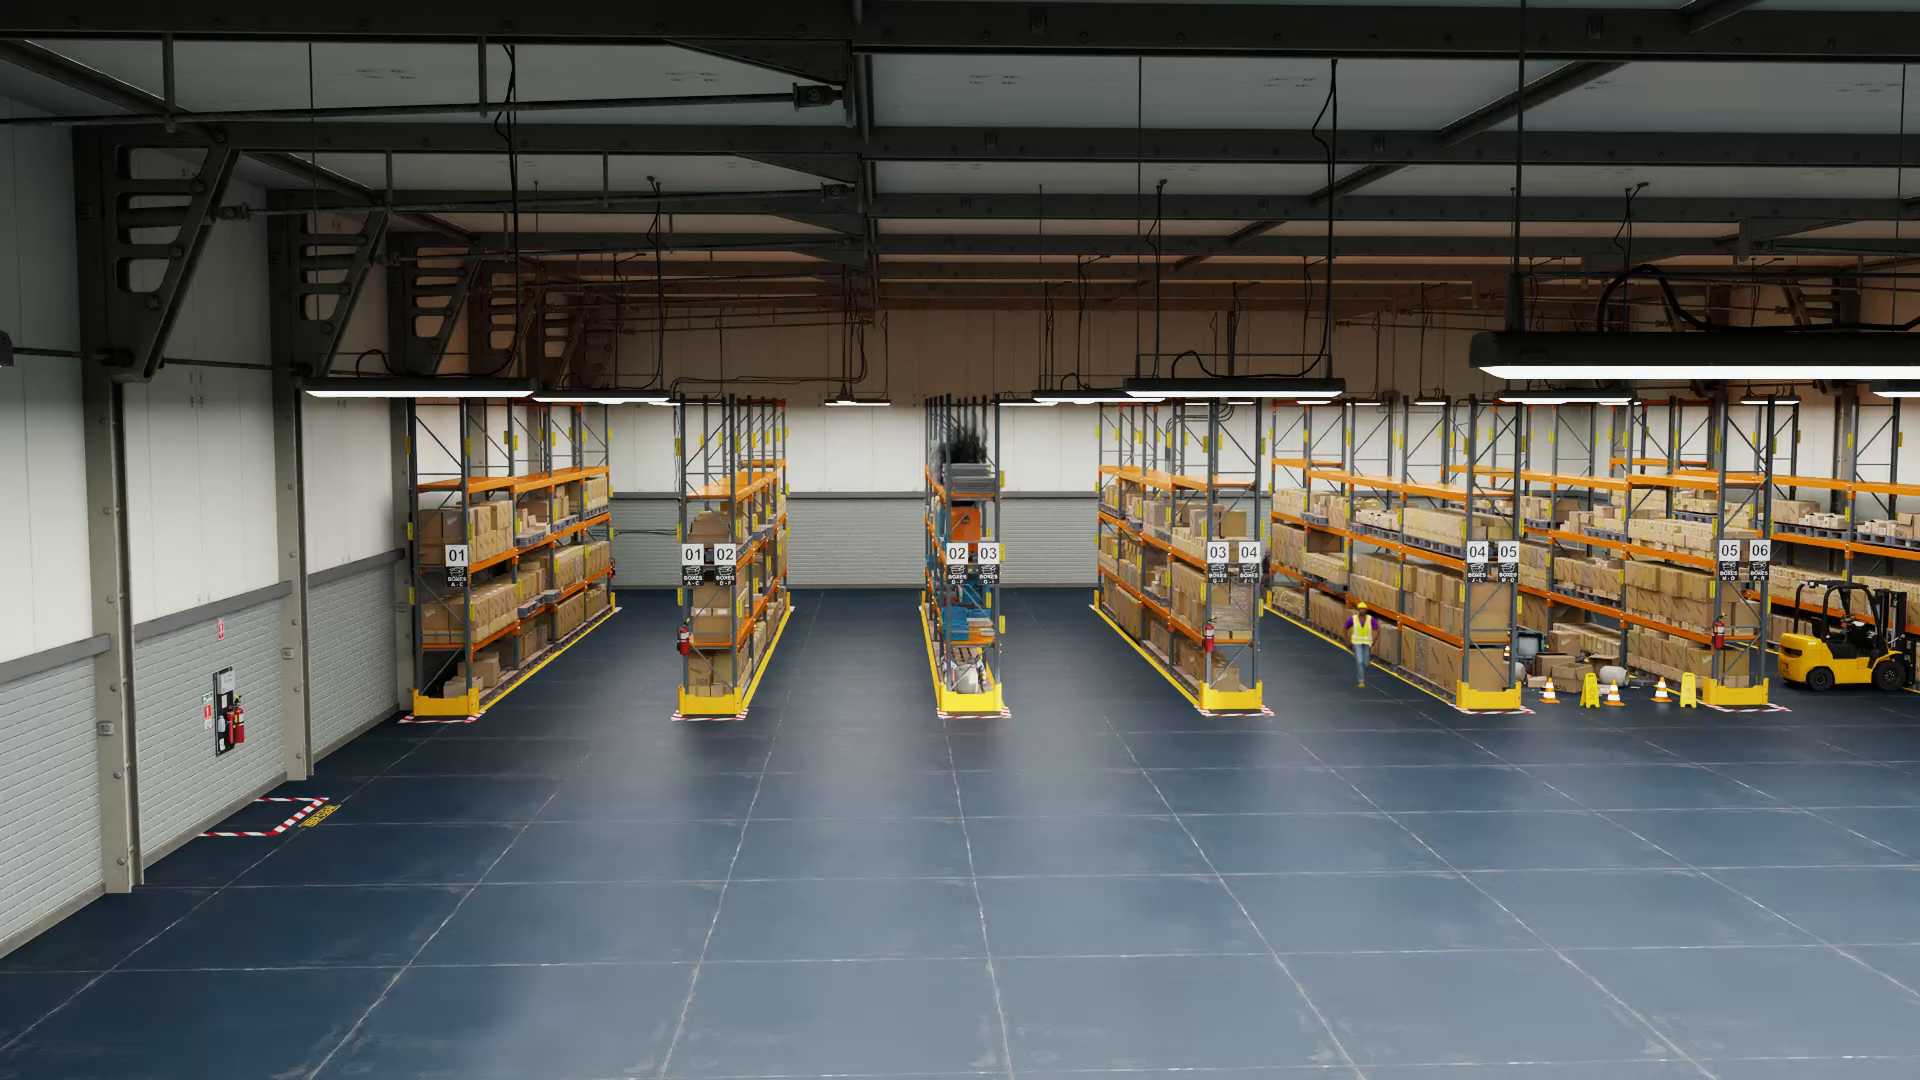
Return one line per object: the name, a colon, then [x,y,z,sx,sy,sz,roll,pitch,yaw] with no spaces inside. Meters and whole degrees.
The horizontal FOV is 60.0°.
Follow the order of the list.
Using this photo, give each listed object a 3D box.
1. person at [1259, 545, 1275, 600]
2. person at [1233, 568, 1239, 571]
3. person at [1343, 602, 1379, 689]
person: [9.084,1.013,49.064,0.712,1.730,0.725,0,5,2]
person: [7.768,1.104,48.306,0.543,1.614,0.706,-4,6,-39]
person: [8.296,2.150,34.378,0.714,1.754,0.806,0,5,3]
